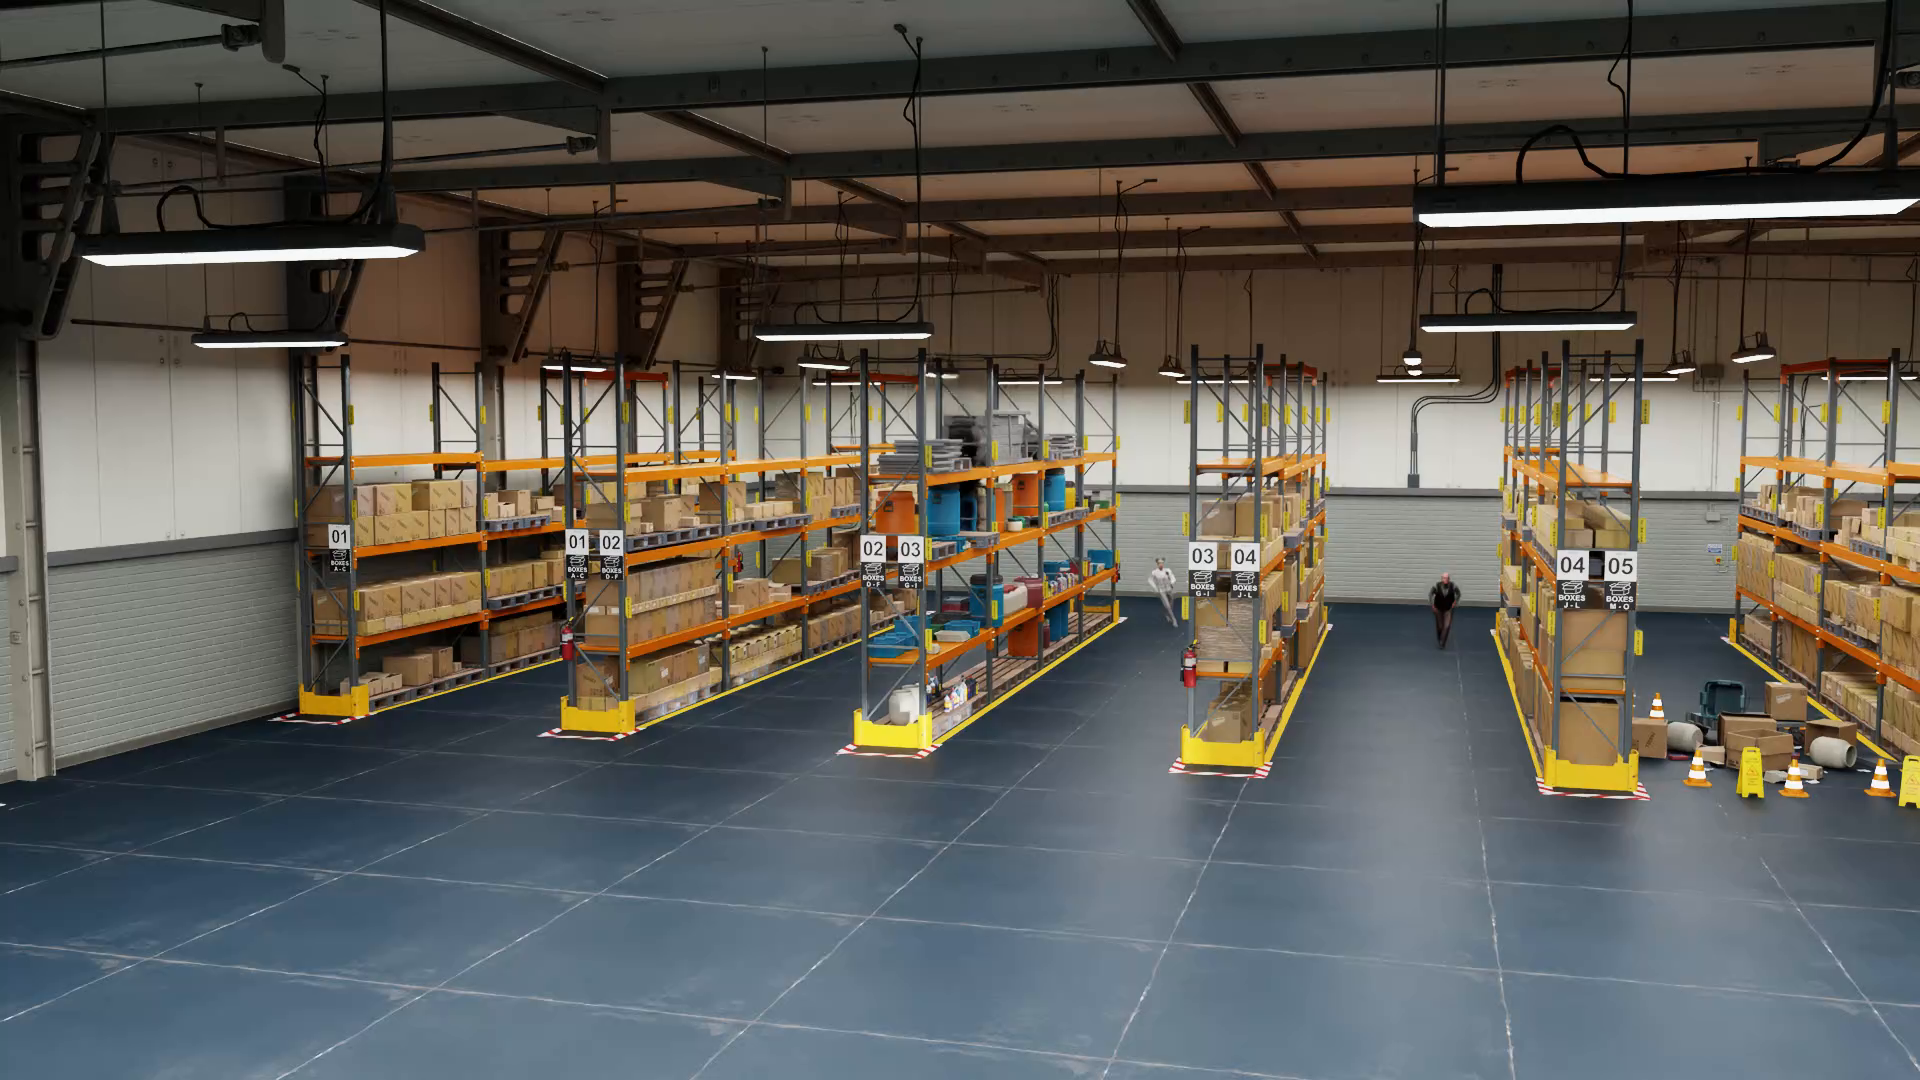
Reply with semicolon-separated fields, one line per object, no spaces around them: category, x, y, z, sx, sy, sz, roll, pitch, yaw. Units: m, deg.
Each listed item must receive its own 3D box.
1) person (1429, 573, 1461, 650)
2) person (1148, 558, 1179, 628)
person;10.416;1.513;35.785;0.661;1.664;0.877;1;4;7
person;4.816;1.225;39.547;0.640;1.652;0.865;-1;4;-8
